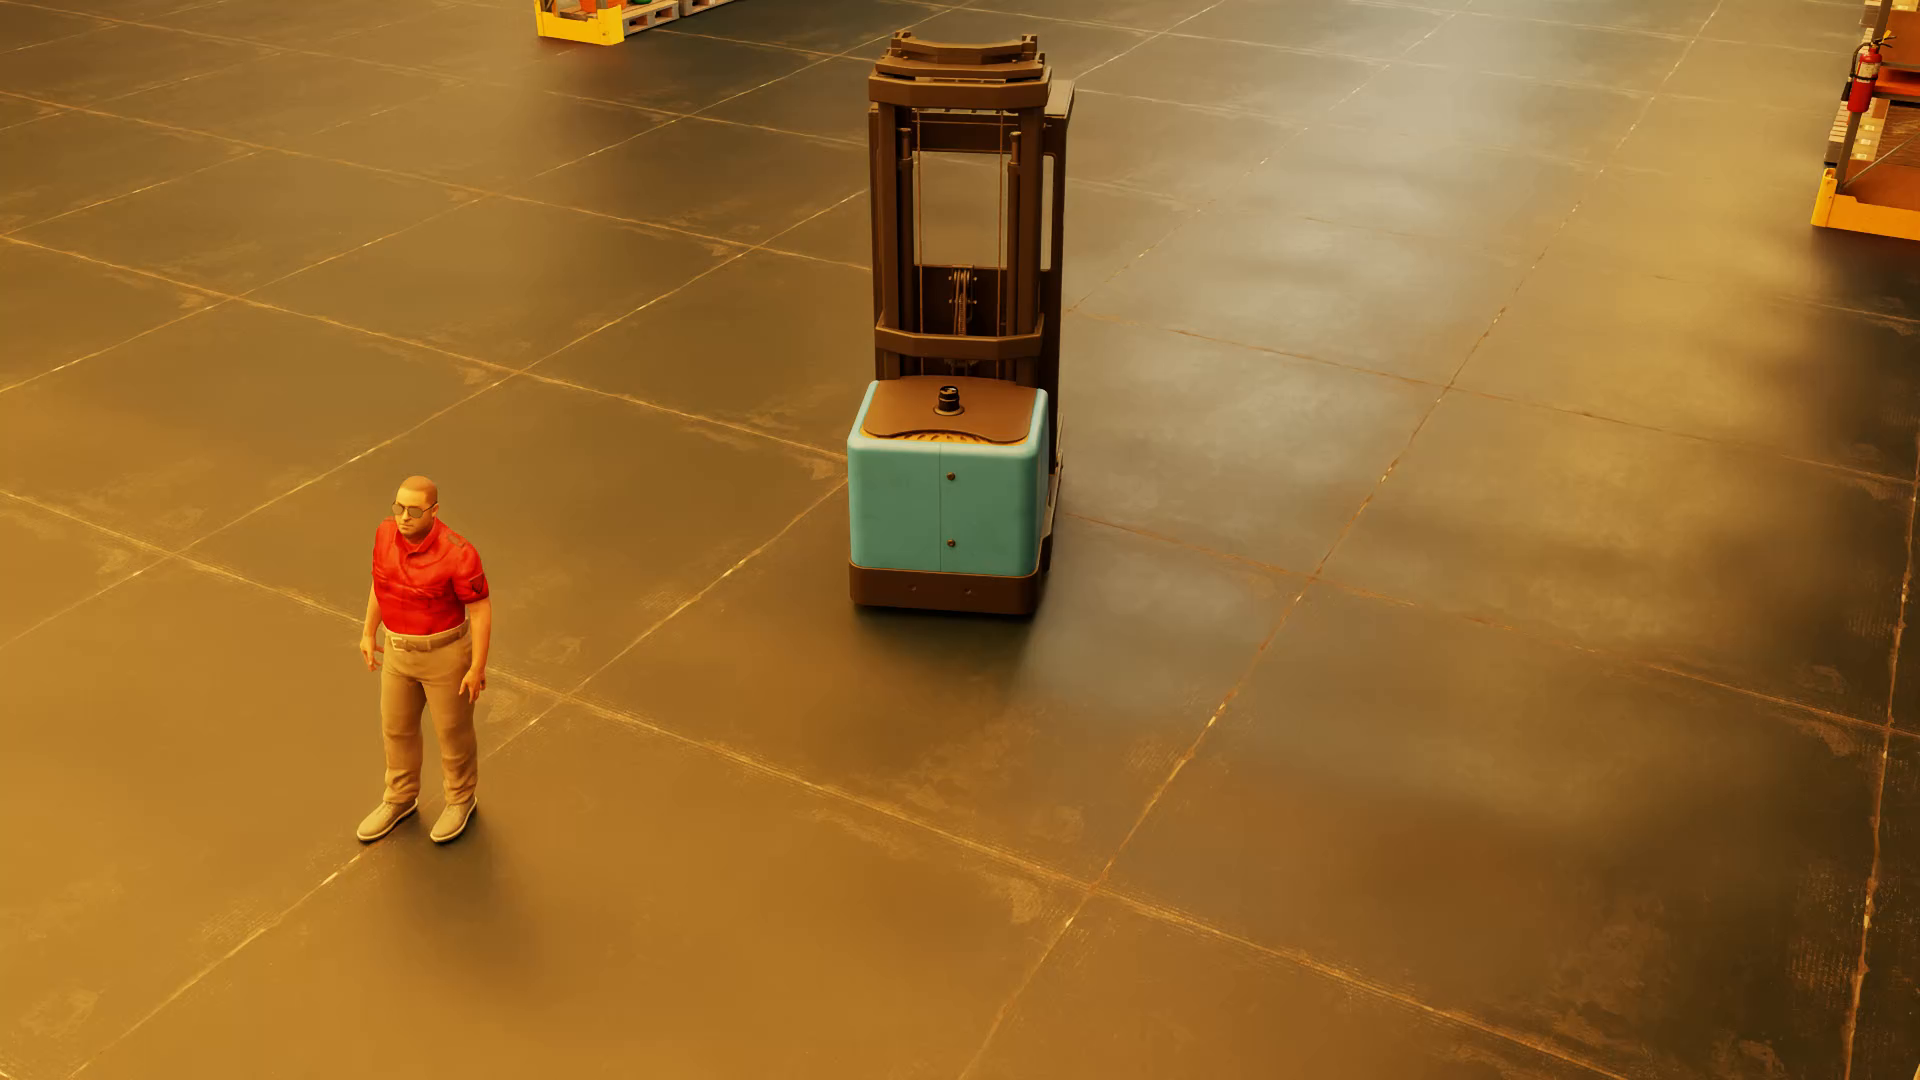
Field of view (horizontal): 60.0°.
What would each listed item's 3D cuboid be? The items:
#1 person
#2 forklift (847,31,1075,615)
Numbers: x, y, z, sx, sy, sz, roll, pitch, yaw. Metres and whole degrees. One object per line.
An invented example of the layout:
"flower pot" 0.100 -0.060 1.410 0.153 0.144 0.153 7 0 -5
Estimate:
"person" -2.391 0.551 7.305 0.640 1.727 0.551 11 32 18
"forklift" 0.072 -1.572 9.794 1.130 2.935 3.031 3 30 6
